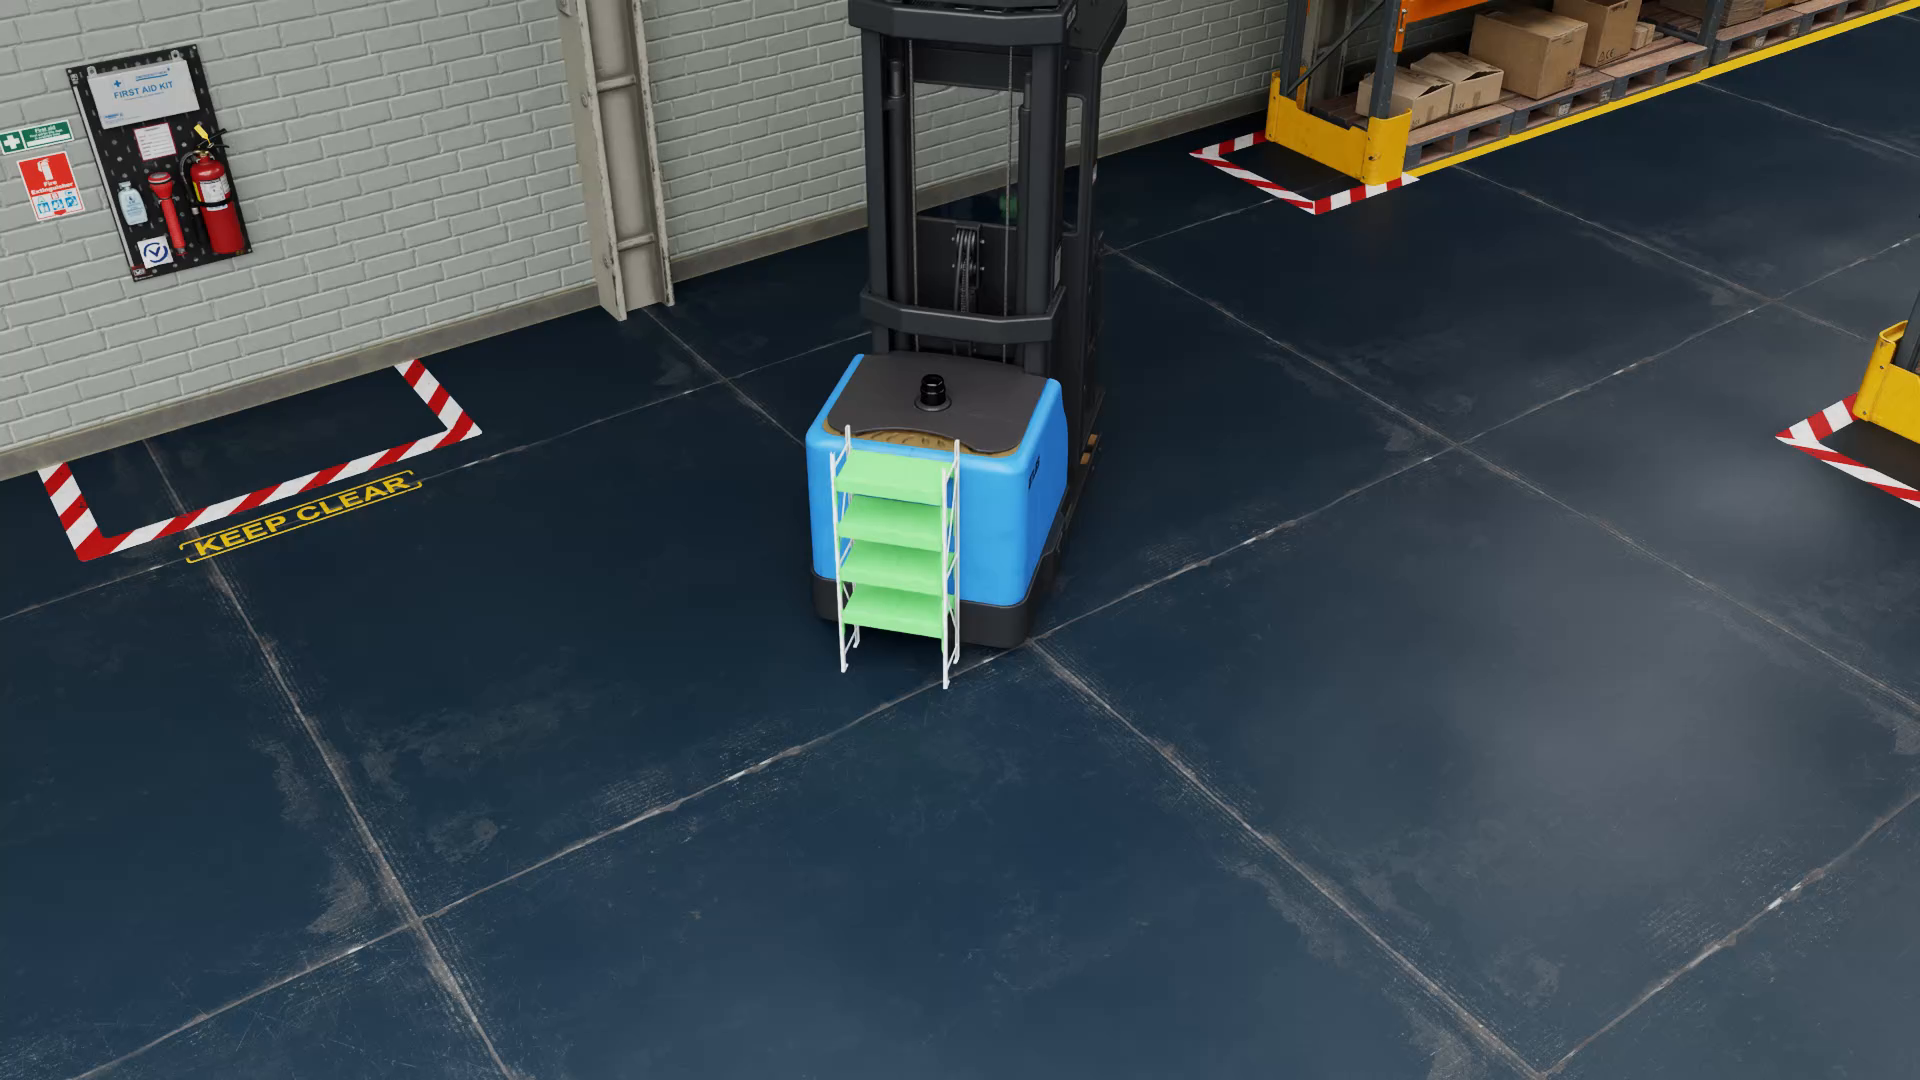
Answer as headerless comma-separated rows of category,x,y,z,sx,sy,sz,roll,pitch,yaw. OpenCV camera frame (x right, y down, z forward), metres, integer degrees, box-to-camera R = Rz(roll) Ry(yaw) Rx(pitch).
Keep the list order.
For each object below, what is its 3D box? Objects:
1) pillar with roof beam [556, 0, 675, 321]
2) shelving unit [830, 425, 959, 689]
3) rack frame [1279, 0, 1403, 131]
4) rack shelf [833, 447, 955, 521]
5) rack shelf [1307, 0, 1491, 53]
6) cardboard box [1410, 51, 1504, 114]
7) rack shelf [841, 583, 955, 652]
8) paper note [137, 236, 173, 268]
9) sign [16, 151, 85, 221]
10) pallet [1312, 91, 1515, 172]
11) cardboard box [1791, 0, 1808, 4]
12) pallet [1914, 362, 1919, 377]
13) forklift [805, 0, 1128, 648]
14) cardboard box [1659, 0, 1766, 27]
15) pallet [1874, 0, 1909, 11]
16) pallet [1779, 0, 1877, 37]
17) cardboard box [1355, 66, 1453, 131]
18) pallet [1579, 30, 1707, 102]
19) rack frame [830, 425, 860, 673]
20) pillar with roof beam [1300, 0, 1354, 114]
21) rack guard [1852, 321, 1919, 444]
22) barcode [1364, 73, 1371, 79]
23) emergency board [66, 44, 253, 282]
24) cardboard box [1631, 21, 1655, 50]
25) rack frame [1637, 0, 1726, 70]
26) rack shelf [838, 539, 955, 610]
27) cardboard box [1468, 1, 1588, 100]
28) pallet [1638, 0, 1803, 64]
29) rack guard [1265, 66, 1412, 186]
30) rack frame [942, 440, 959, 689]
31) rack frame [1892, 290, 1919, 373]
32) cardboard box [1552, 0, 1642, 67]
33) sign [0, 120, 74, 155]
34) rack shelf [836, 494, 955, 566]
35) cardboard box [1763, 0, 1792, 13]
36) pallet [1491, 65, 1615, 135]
pillar with roof beam,0.406,-3.118,5.191,0.400,9.000,9.100,-22,41,-28
shelving unit,-0.276,0.093,7.406,0.503,1.200,0.258,8,37,11
rack frame,2.756,-4.107,11.704,0.127,3.000,1.000,-22,41,-28
rack shelf,-0.276,-0.244,7.163,0.480,0.148,0.258,8,37,11
rack shelf,4.391,-4.487,12.850,4.000,0.370,1.077,-22,41,-28
cardboard box,3.839,-3.575,12.892,0.500,0.311,0.500,-19,40,-24
rack shelf,-0.276,0.340,7.583,0.480,0.148,0.258,8,37,11
paper note,-4.301,-1.540,8.890,0.142,0.148,0.016,-22,41,-28
sign,-4.628,-1.802,8.469,0.234,0.329,0.001,-22,41,-28
pallet,3.503,-3.257,12.911,1.213,0.211,1.003,-22,41,-28
cardboard box,7.452,-5.222,15.019,0.500,0.500,0.700,-22,41,-27
pallet,6.214,-0.889,9.619,1.213,0.211,1.003,-22,41,-28
forklift,0.159,-1.546,8.203,1.130,2.935,3.031,9,37,12
cardboard box,6.618,-4.871,14.532,0.500,0.500,0.700,-21,41,-26
pallet,8.656,-5.403,15.896,1.213,0.211,1.003,-22,41,-28
pallet,7.659,-4.995,15.328,1.213,0.211,1.003,-22,41,-28
cardboard box,3.373,-3.384,12.625,0.500,0.311,0.500,-28,44,-33
pallet,5.497,-4.077,14.052,1.213,0.211,1.003,-22,41,-28
rack frame,-0.513,0.059,7.454,0.015,1.200,0.240,8,37,11
pillar with roof beam,5.310,-5.136,7.997,0.400,9.000,9.100,-22,41,-28
rack guard,5.593,-0.721,9.138,0.348,0.500,1.175,-22,41,-28
barcode,3.158,-3.584,12.896,0.075,0.075,0.001,-22,41,-28
emergency board,-4.116,-1.924,8.669,0.643,1.169,0.194,-22,41,-28
cardboard box,5.606,-4.286,14.004,0.250,0.166,0.380,-28,44,-33
rack frame,6.026,-5.452,13.575,0.127,3.000,1.000,-22,41,-28
rack shelf,-0.276,0.145,7.443,0.480,0.148,0.258,8,37,11
cardboard box,4.468,-3.875,13.146,0.500,0.500,0.700,-25,43,-31
pallet,6.661,-4.583,14.754,1.213,0.211,1.003,-22,41,-28
rack guard,2.818,-3.118,12.470,0.348,0.500,1.175,-22,41,-28
rack frame,-0.039,0.128,7.358,0.015,1.200,0.240,8,37,11
rack frame,5.613,-1.744,8.419,0.127,3.000,1.000,-22,41,-28
cardboard box,5.200,-4.248,13.665,0.500,0.500,0.500,-26,43,-31
sign,-4.619,-2.014,8.310,0.331,0.109,0.001,-22,41,-28
rack shelf,-0.276,-0.050,7.303,0.480,0.148,0.258,8,37,11
cardboard box,7.011,-5.069,14.807,0.500,0.500,0.700,-23,42,-29
pallet,4.499,-3.665,13.478,1.213,0.211,1.003,-22,41,-28
